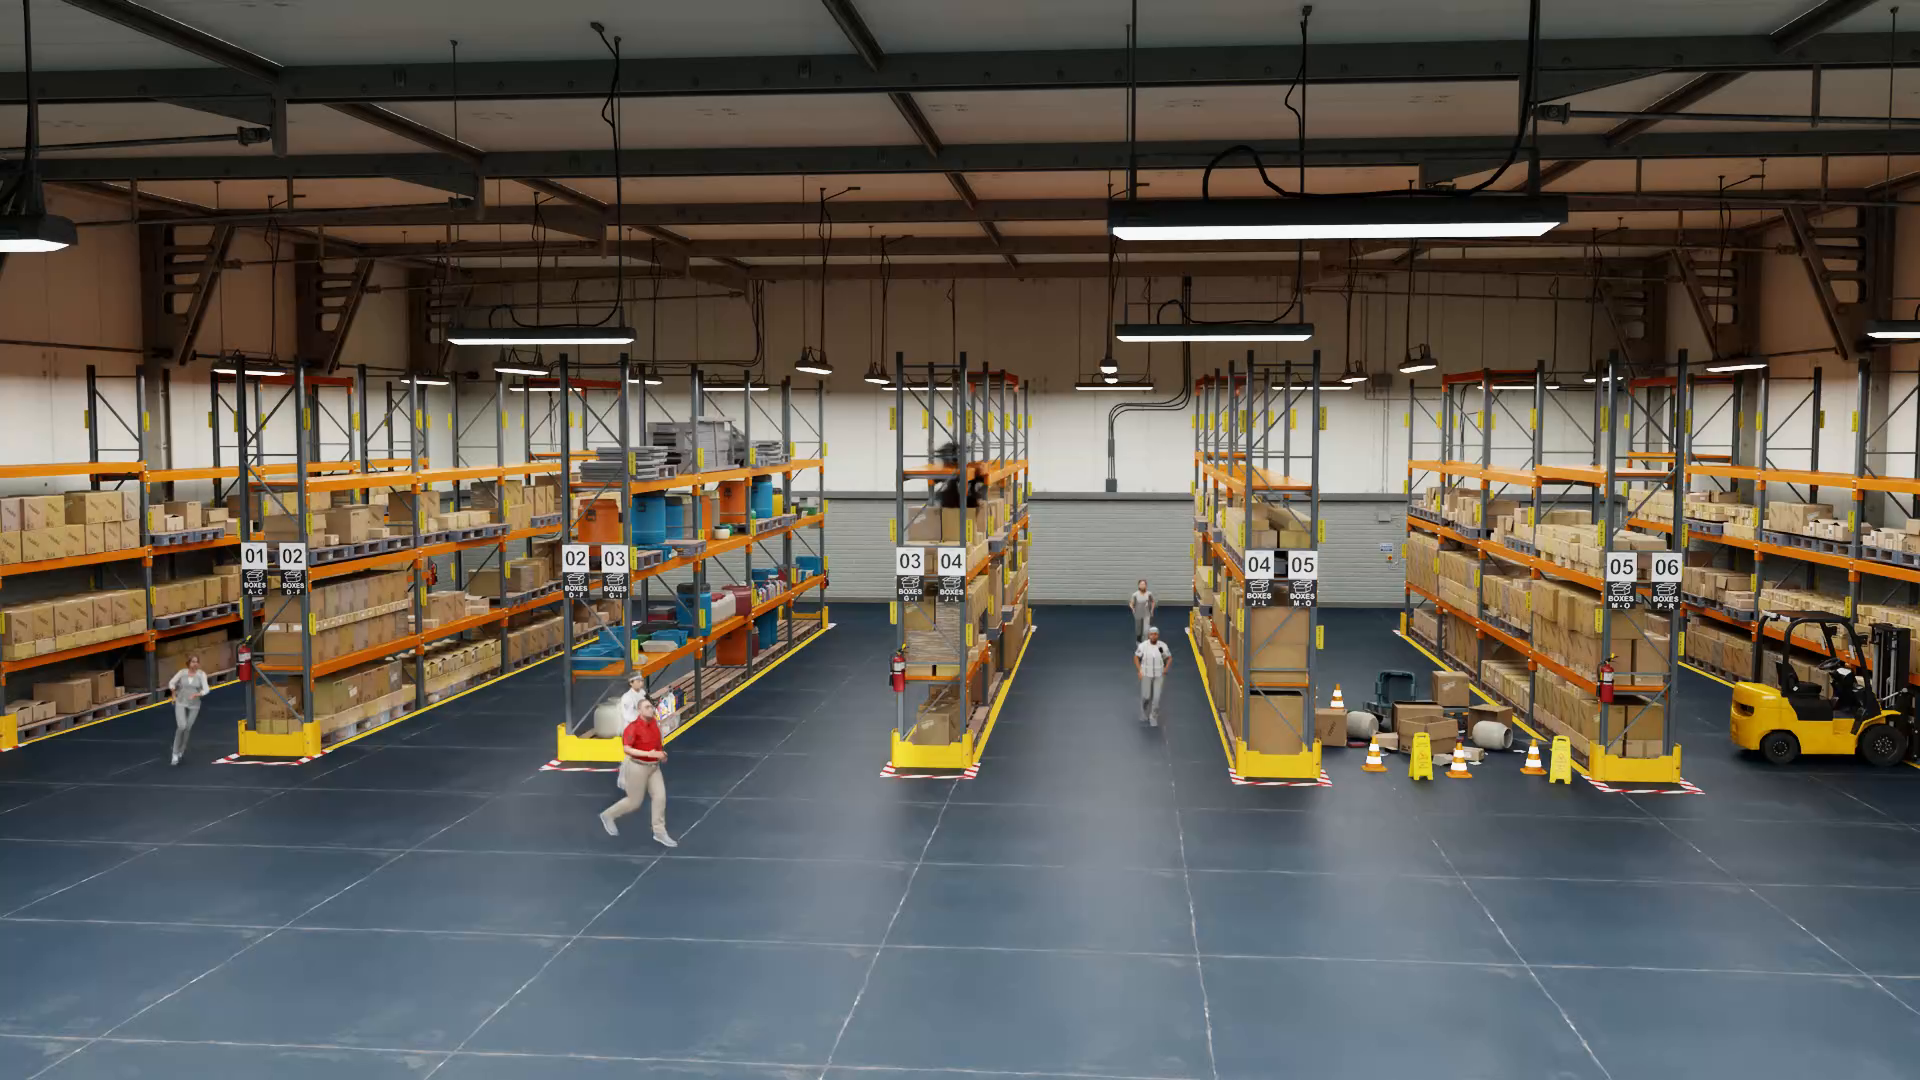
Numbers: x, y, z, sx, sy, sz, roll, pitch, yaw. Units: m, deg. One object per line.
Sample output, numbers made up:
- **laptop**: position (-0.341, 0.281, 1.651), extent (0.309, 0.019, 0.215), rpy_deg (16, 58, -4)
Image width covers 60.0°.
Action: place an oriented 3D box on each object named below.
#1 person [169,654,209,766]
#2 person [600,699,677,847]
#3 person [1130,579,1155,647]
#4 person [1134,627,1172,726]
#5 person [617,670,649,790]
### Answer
- **person**: position (-11.358, 2.485, 24.485), extent (0.552, 1.611, 0.640), rpy_deg (-3, 5, -33)
- **person**: position (-3.792, 2.743, 19.761), extent (0.969, 1.736, 0.672), rpy_deg (2, 5, 30)
- **person**: position (3.924, 1.648, 35.758), extent (0.554, 1.637, 0.788), rpy_deg (0, 4, 3)
- **person**: position (3.197, 2.245, 27.434), extent (0.618, 1.635, 0.545), rpy_deg (0, 4, 1)
- **person**: position (-4.333, 2.572, 22.366), extent (0.729, 1.671, 0.578), rpy_deg (3, 5, 36)
